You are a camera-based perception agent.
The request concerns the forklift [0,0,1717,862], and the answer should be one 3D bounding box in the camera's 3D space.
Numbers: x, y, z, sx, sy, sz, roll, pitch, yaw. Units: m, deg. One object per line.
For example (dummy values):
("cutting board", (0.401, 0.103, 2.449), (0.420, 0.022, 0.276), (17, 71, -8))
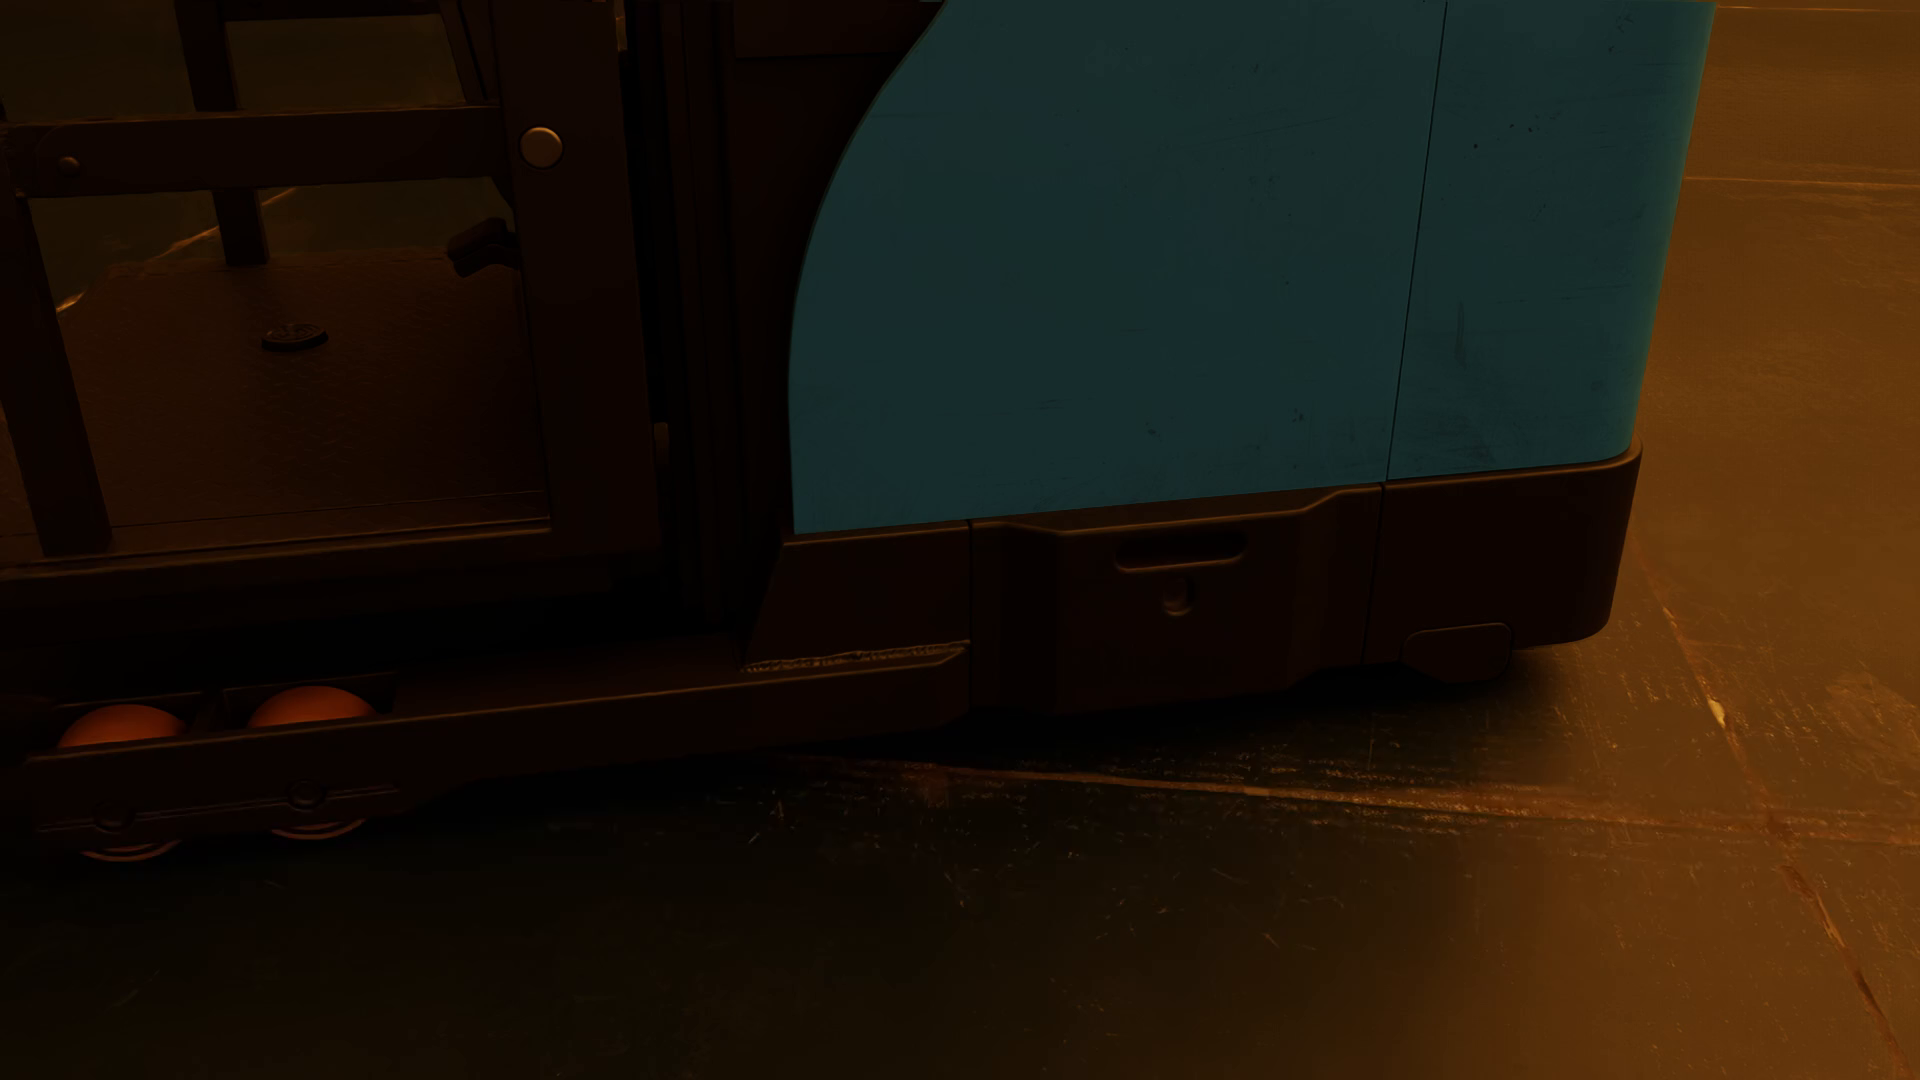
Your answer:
("forklift", (-0.728, -1.221, 1.663), (3.031, 2.935, 1.130), (-5, 27, -10))
